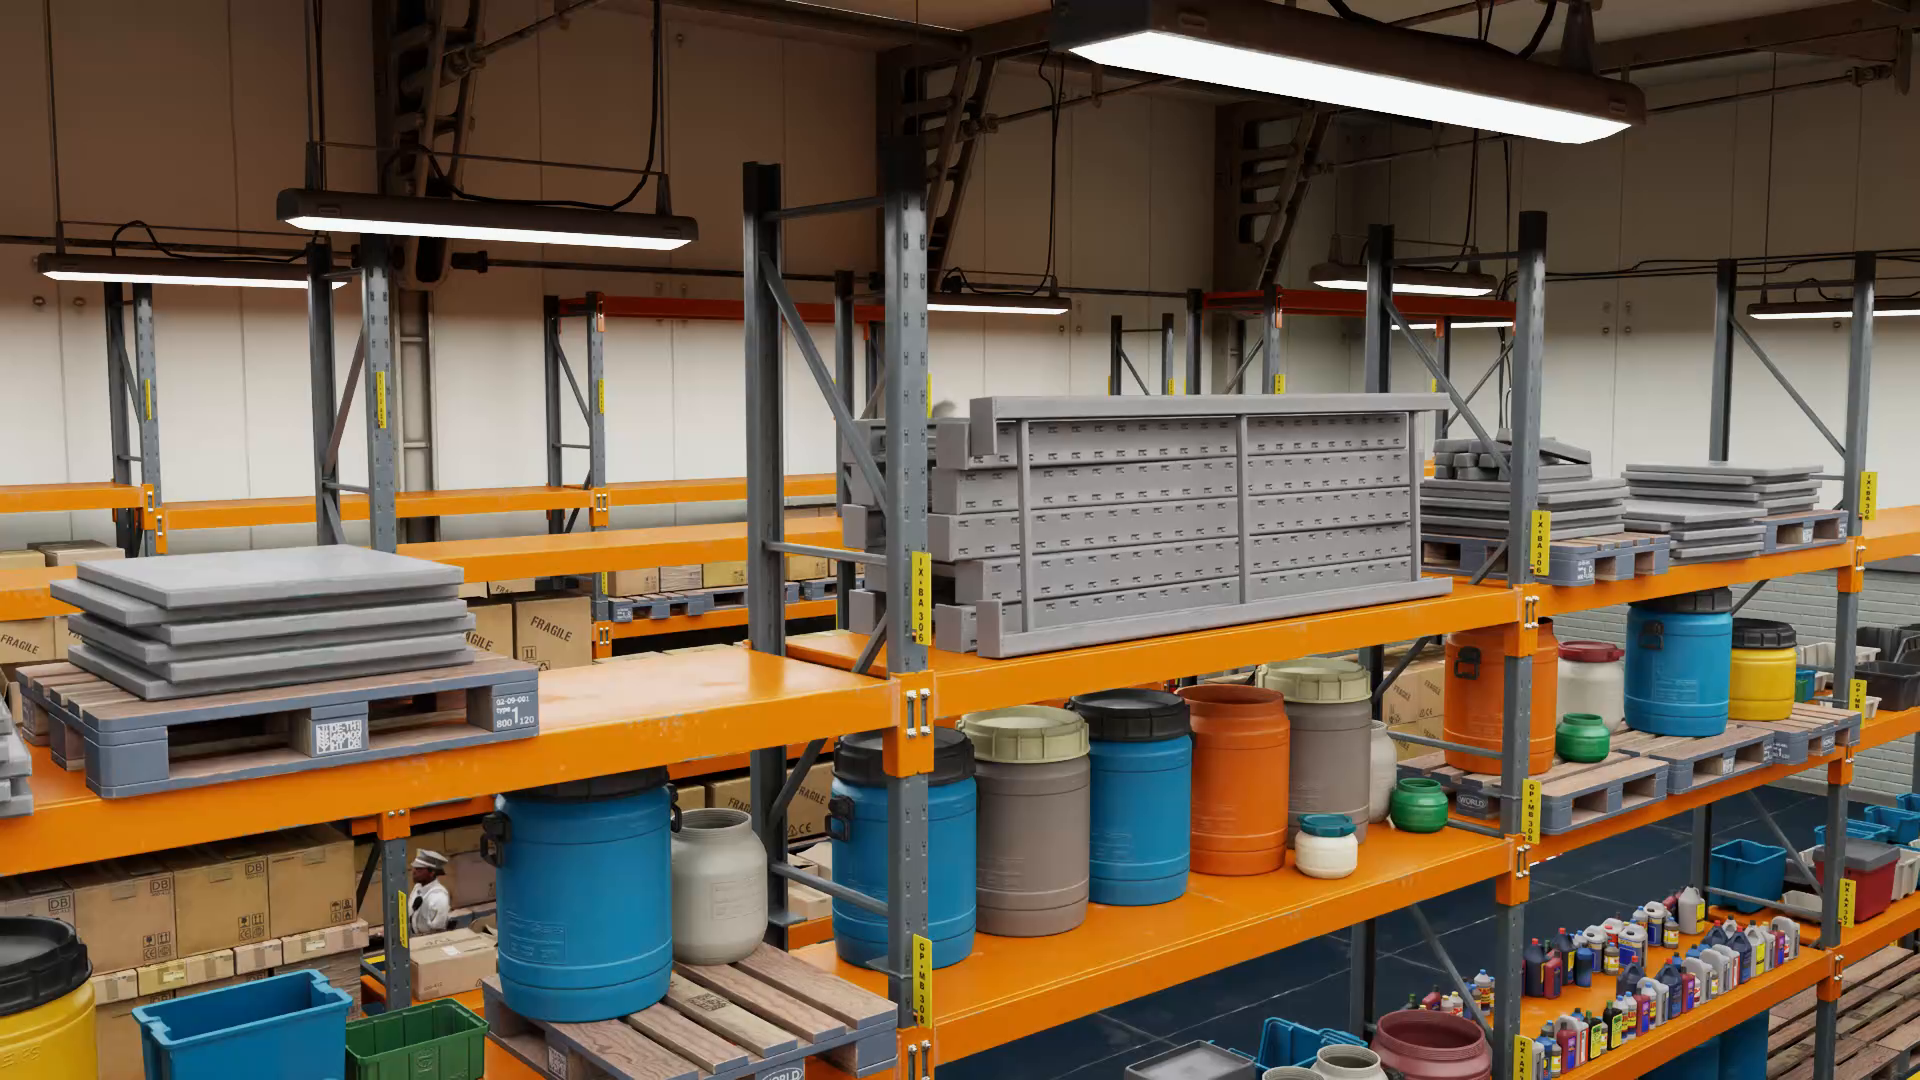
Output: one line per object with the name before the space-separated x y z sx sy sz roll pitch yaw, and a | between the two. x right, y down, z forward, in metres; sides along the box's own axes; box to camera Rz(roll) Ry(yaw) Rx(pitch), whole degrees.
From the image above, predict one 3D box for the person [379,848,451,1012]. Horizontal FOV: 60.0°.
person | -3.989 3.063 12.397 0.701 1.583 0.542 -5 8 -44
